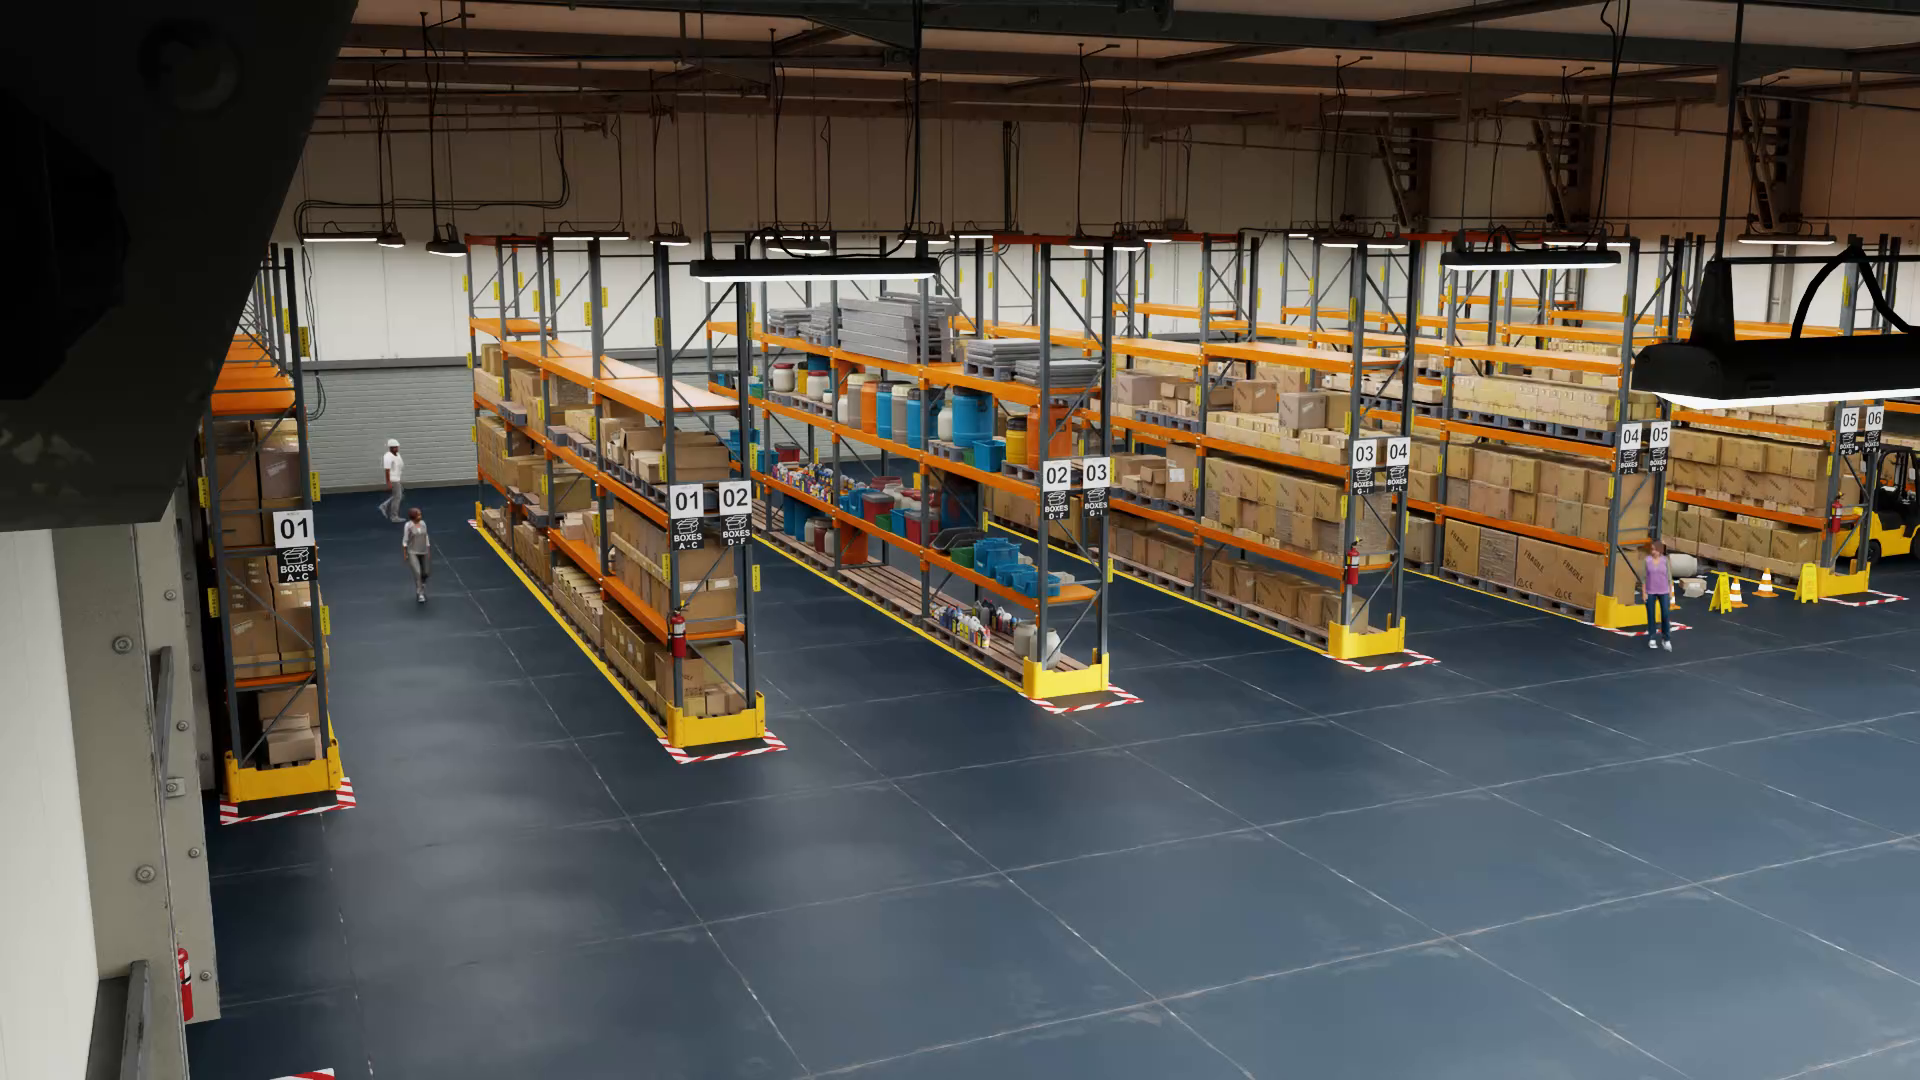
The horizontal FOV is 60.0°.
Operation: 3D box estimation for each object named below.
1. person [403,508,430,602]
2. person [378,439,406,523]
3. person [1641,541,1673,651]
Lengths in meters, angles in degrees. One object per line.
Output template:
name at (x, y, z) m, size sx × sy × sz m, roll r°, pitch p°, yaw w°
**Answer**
person at (-9.107, 0.214, 27.840) m, size 0.446 × 1.561 × 0.703 m, roll -6°, pitch 13°, yaw -29°
person at (-11.927, -1.241, 34.823) m, size 0.549 × 1.754 × 0.637 m, roll -4°, pitch 12°, yaw -22°
person at (10.386, 0.818, 24.741) m, size 0.507 × 1.627 × 0.332 m, roll 5°, pitch 12°, yaw 23°
